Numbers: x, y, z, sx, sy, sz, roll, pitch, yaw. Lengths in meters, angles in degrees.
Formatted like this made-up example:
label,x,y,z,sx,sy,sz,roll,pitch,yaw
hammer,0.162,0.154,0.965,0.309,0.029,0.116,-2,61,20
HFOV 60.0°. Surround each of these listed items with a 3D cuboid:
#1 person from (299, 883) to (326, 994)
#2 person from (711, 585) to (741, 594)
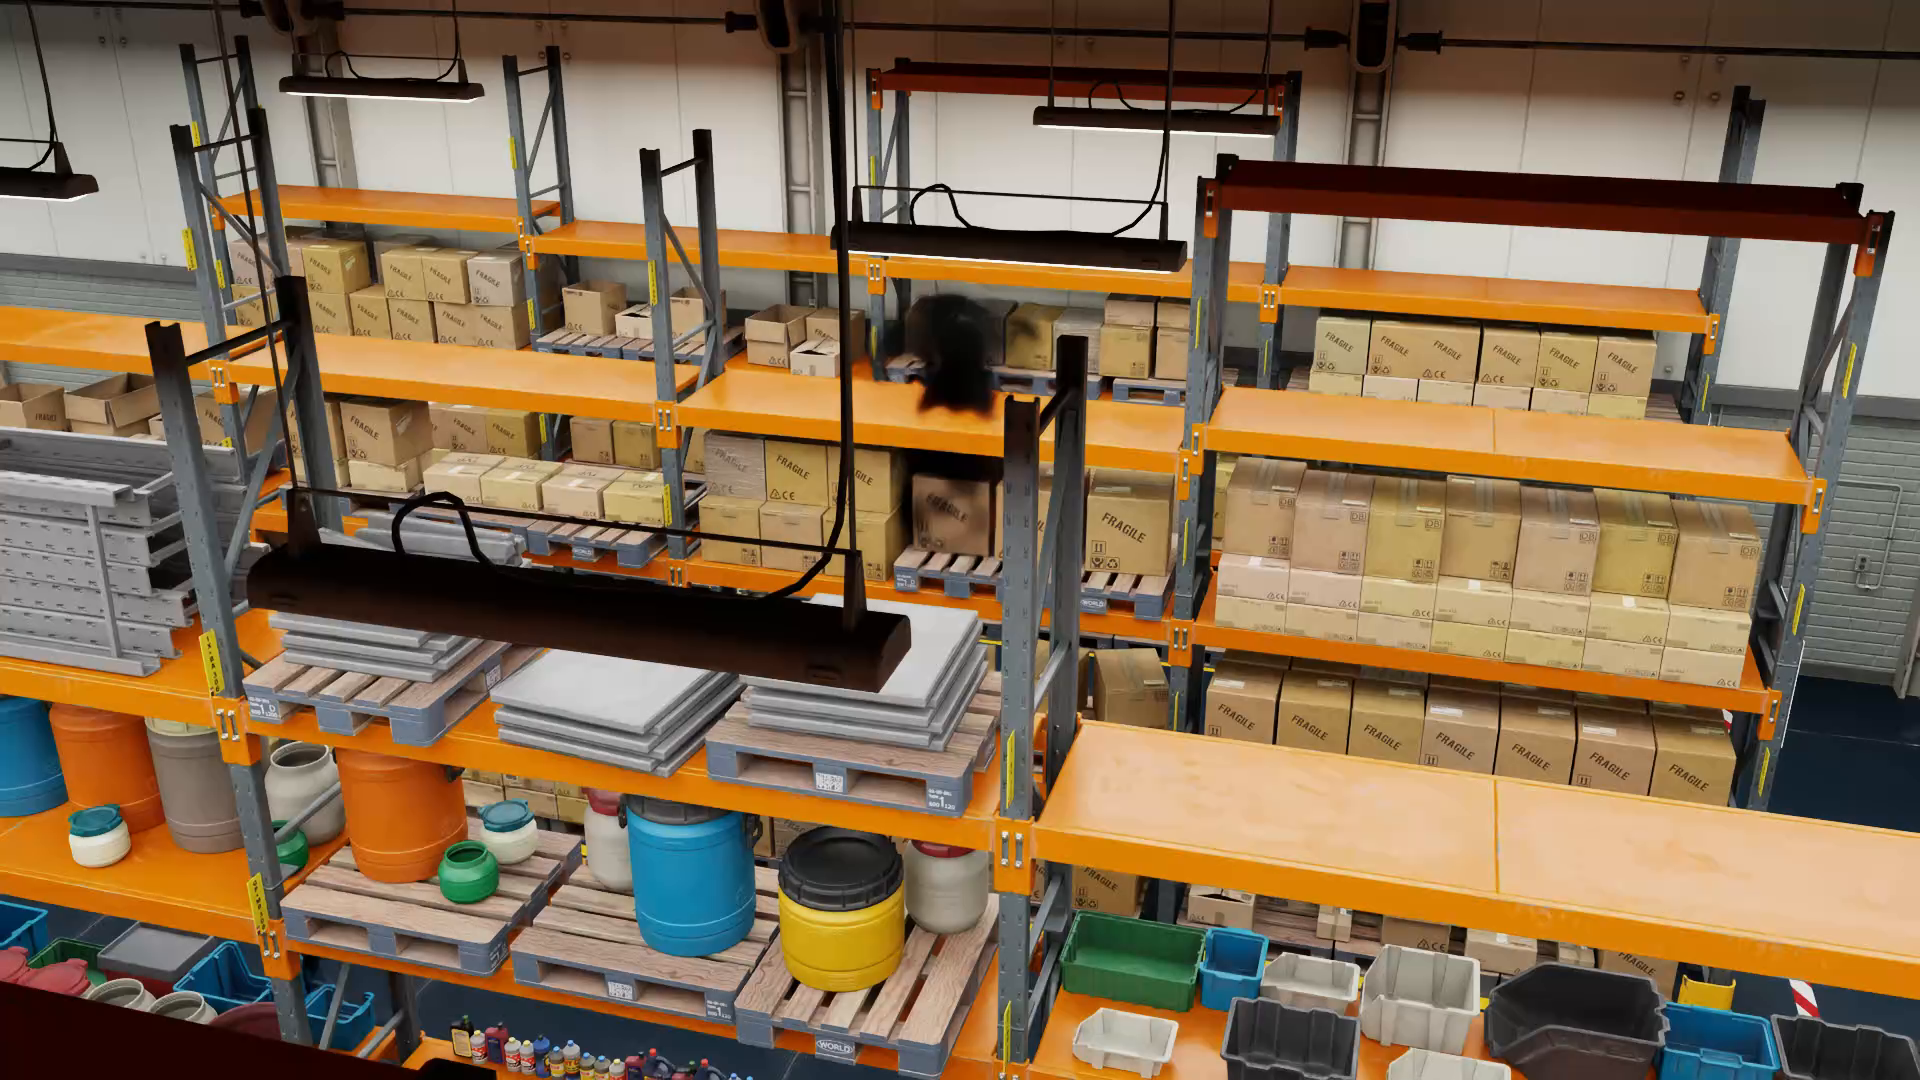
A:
label,x,y,z,sx,sy,sz,roll,pitch,yaw
person,-4.855,2.872,11.993,0.767,1.430,0.561,15,27,31
person,-2.148,0.981,16.349,0.538,1.610,0.554,-9,24,-22
